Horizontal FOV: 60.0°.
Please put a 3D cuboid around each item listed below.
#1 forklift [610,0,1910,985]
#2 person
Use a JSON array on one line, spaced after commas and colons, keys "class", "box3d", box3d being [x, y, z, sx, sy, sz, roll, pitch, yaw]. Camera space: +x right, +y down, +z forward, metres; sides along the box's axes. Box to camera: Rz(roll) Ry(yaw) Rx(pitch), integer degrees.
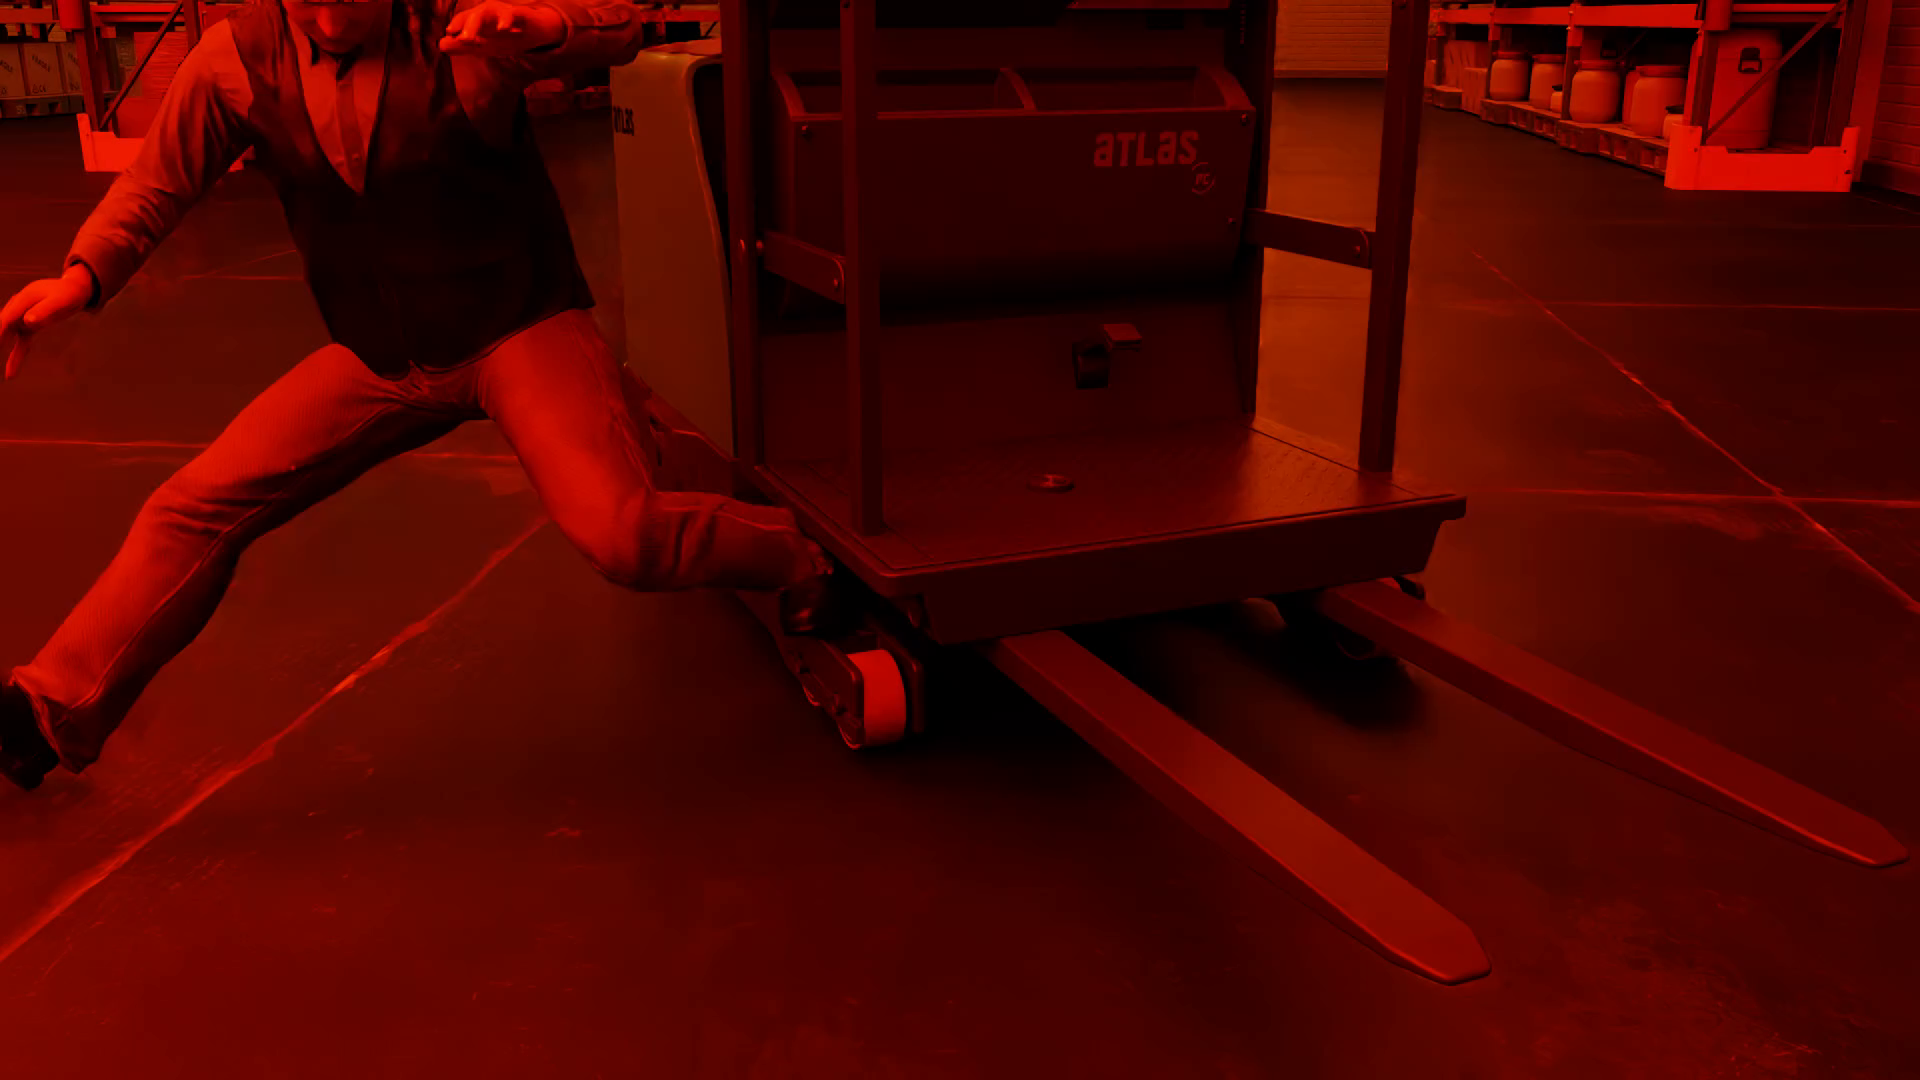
[{"class": "forklift", "box3d": [0.199, -1.198, 2.752, 1.130, 2.935, 3.031, -7, 19, -22]}, {"class": "person", "box3d": [-0.847, -0.313, 2.558, 1.236, 1.339, 0.930, 4, 18, 13]}]
